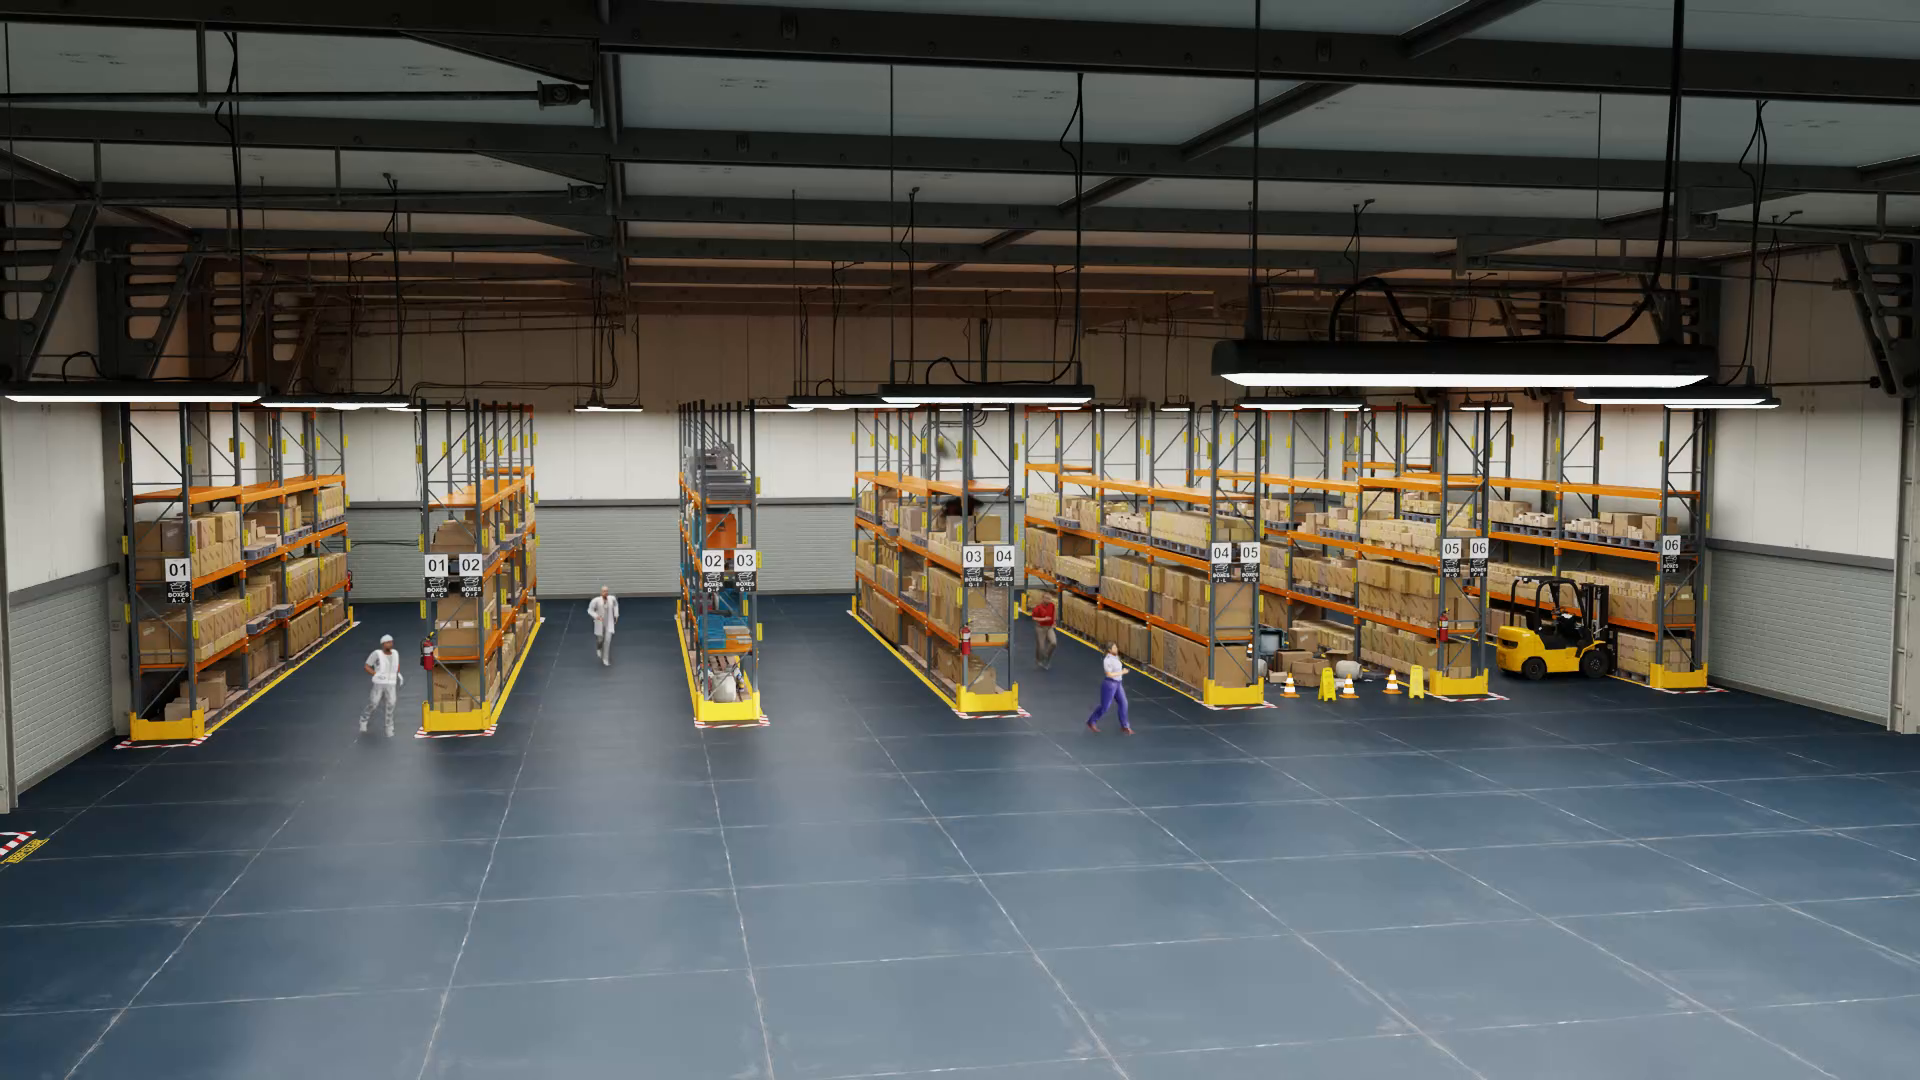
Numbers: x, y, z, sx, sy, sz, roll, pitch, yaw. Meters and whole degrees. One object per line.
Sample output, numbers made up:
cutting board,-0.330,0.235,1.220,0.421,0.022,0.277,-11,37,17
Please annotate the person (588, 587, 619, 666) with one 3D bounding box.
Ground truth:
person,-8.215,1.950,38.351,0.734,1.773,1.069,-2,5,-23

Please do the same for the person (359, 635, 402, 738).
person,-10.262,2.587,29.719,0.739,1.774,0.954,-4,6,-44

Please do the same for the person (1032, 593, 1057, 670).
person,1.916,2.052,37.371,0.693,1.726,0.832,-2,5,-24

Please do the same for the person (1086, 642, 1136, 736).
person,2.694,2.648,29.675,0.877,1.676,0.595,2,5,27
